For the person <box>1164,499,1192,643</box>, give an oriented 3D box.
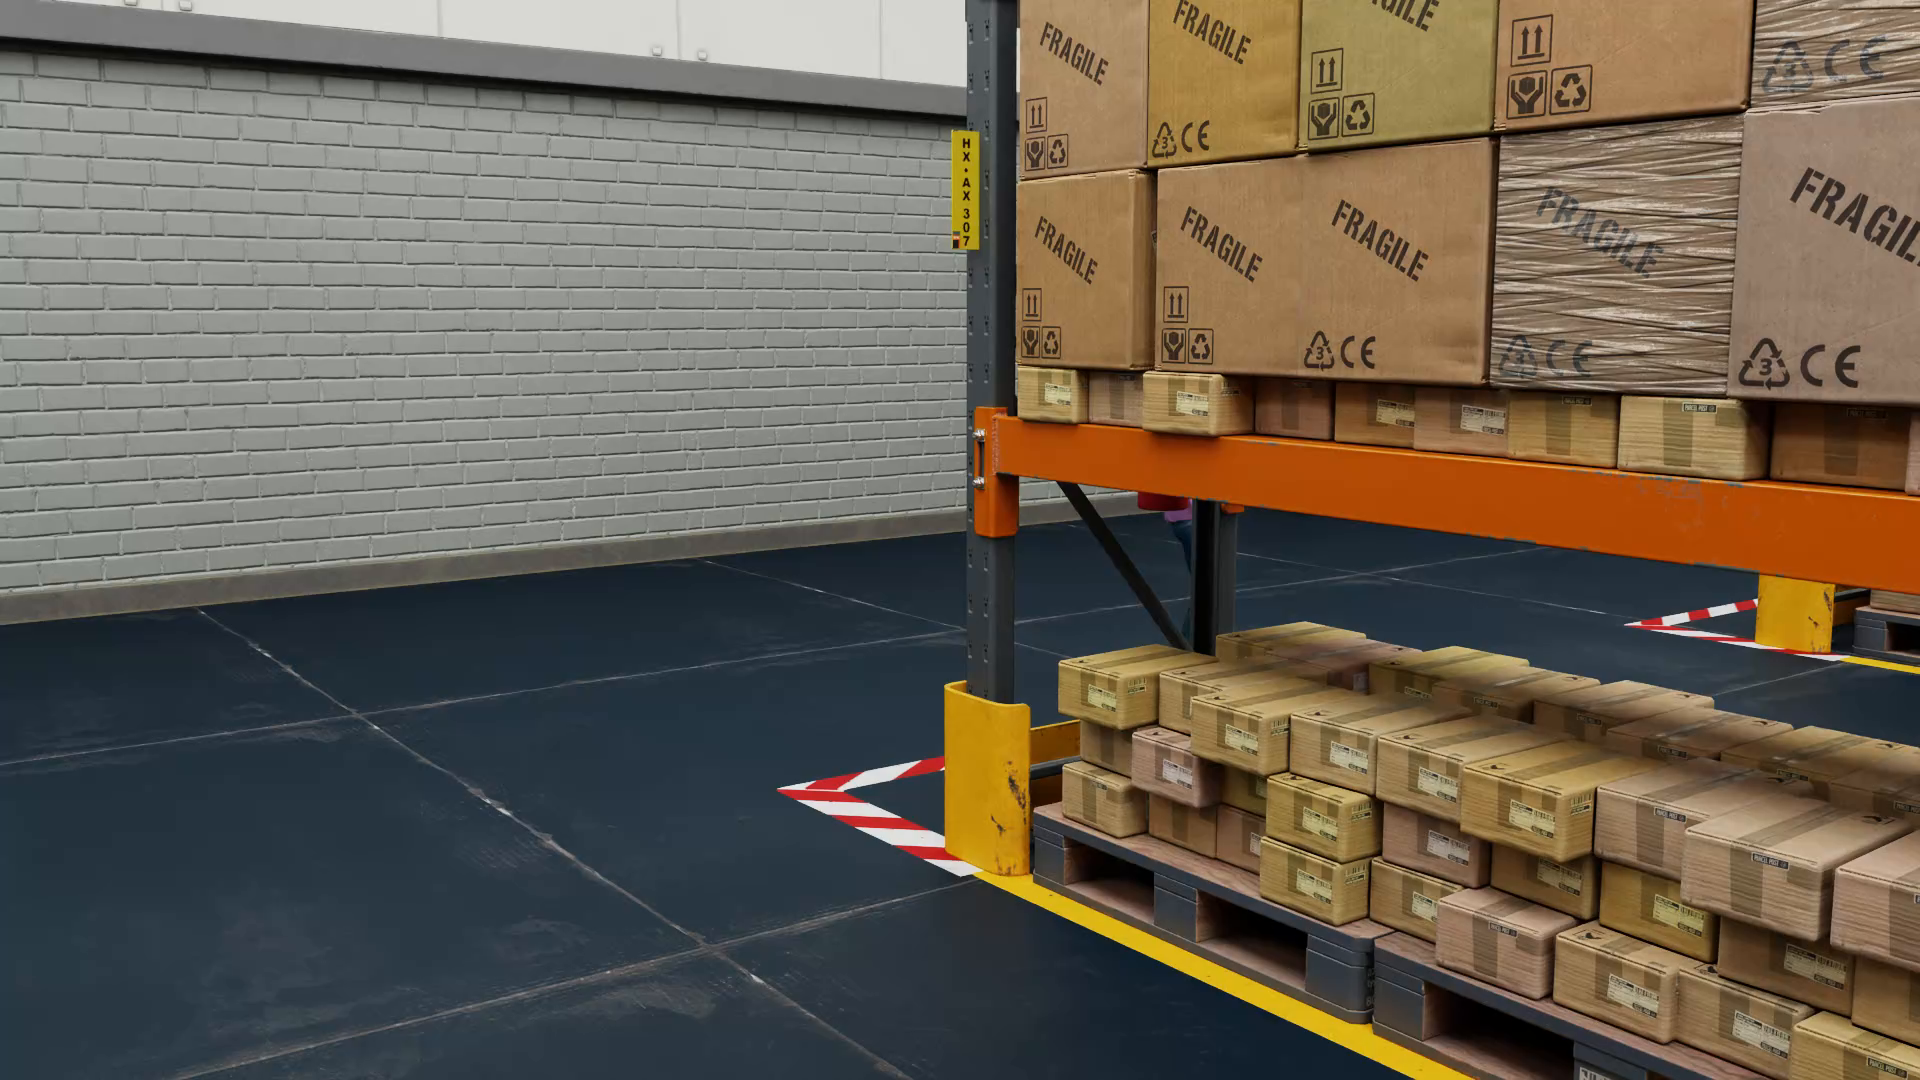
[{"bbox_3d":[0.966,-0.084,6.490,0.344,1.581,0.460,1,8,10],"label":"person"}]
